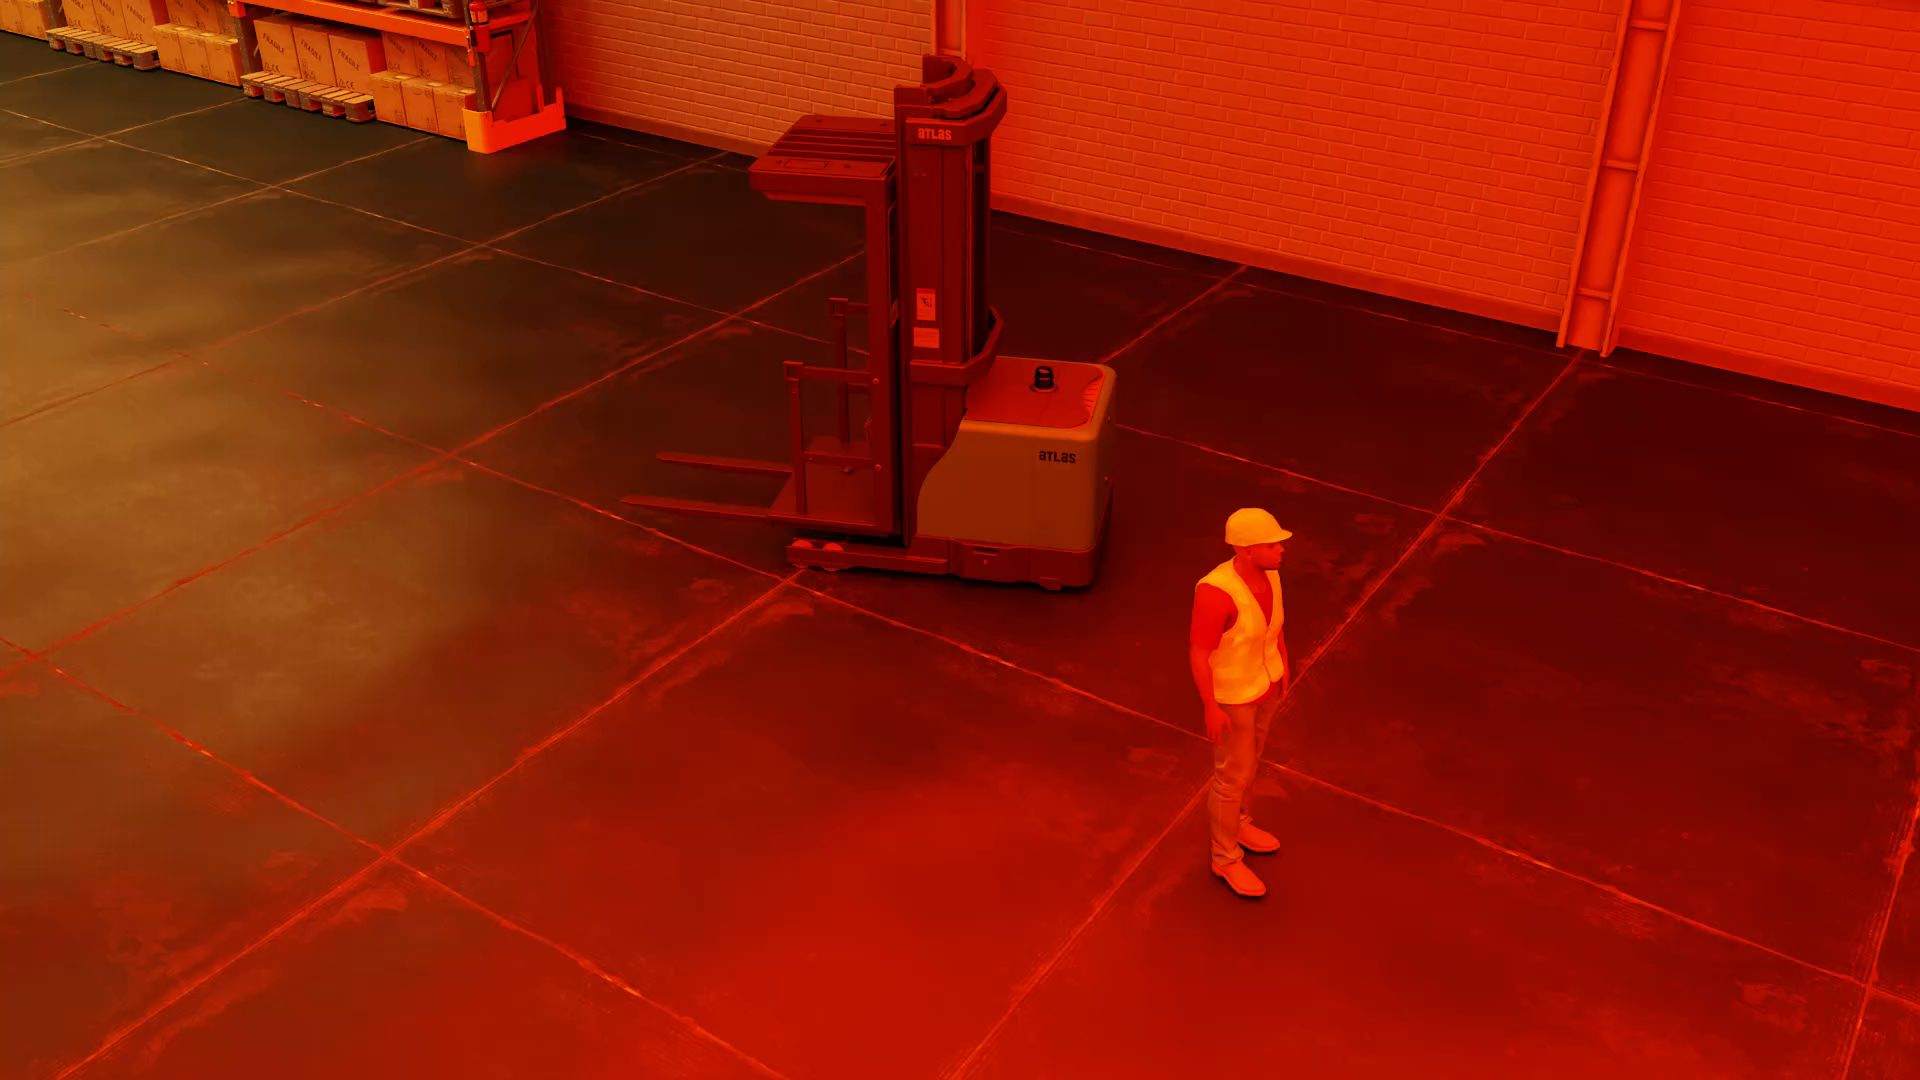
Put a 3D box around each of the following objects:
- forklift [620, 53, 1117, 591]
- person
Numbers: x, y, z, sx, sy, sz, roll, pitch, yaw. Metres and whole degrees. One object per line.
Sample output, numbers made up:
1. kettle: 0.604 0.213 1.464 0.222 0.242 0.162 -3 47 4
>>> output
1. forklift: -0.596 -1.330 9.871 3.031 2.935 1.130 6 31 10
2. person: 1.343 0.691 7.536 0.577 1.765 0.666 23 37 34
